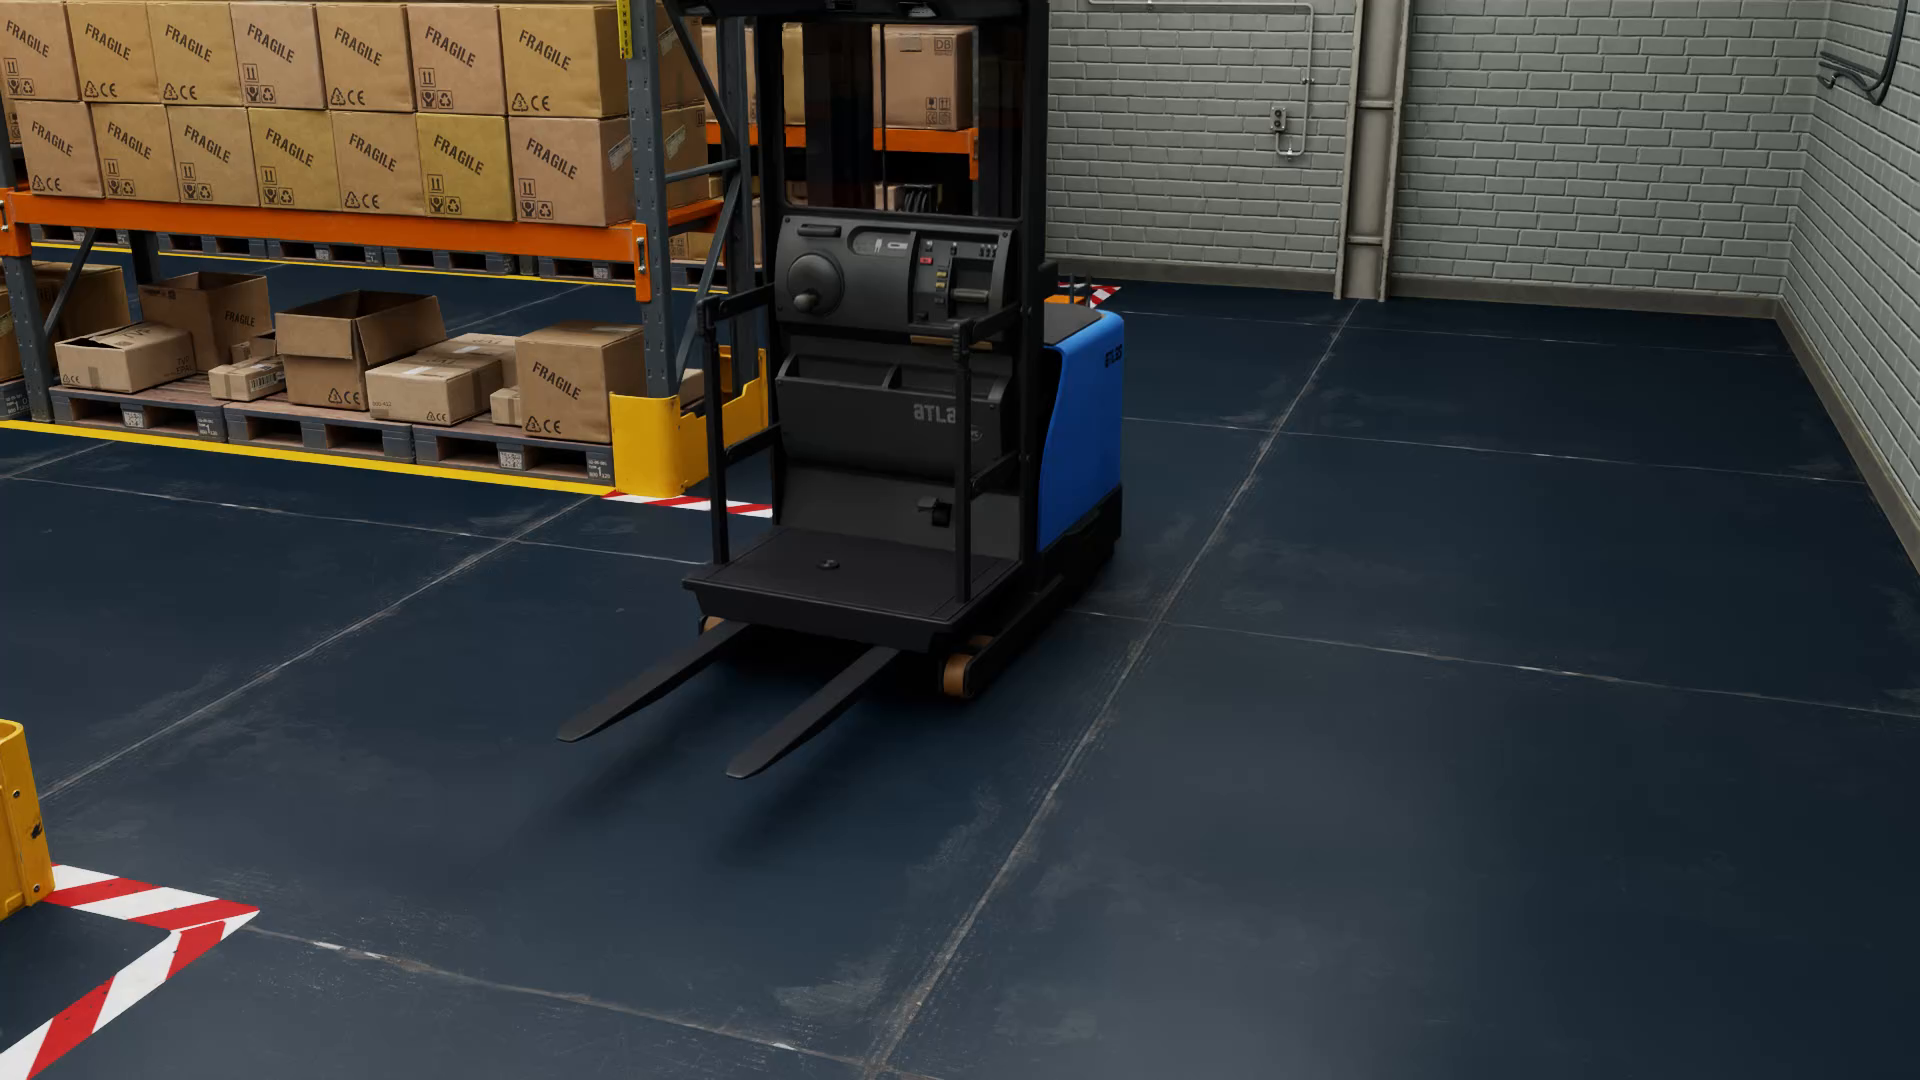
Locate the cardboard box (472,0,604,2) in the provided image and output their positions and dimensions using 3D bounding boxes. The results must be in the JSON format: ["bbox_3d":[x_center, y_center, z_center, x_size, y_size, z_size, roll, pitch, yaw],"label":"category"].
[{"bbox_3d":[-2.135,-2.510,8.550,0.500,0.500,0.500,7,20,19],"label":"cardboard box"}]

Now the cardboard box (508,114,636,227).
[{"bbox_3d":[-1.819,-1.818,8.083,0.500,0.500,0.500,7,20,20],"label":"cardboard box"}]

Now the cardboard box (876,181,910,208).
[{"bbox_3d":[-0.559,-2.674,12.863,0.250,0.149,0.380,6,20,17],"label":"cardboard box"}]

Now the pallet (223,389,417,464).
[{"bbox_3d":[-3.280,-0.717,9.311,1.213,0.211,1.003,7,20,18],"label":"pallet"}]

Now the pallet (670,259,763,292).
[{"bbox_3d":[-1.614,-2.225,13.639,1.213,0.211,1.003,7,20,18],"label":"pallet"}]

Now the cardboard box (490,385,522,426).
[{"bbox_3d":[-2.254,-0.731,8.752,0.250,0.166,0.380,7,20,18],"label":"cardboard box"}]

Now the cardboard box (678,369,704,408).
[{"bbox_3d":[-1.589,-0.821,9.036,0.250,0.149,0.380,7,20,18],"label":"cardboard box"}]

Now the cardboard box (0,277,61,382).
[{"bbox_3d":[-5.645,-1.231,9.679,0.500,0.500,0.500,6,20,18],"label":"cardboard box"}]

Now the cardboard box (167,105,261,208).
[{"bbox_3d":[-3.736,-2.037,8.712,0.500,0.500,0.500,6,20,18],"label":"cardboard box"}]

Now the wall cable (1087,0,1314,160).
[{"bbox_3d":[1.836,-3.983,12.903,1.851,1.984,0.084,7,20,18],"label":"wall cable"}]

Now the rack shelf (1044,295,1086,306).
[{"bbox_3d":[0.311,-1.031,7.518,0.480,0.148,0.258,8,21,22],"label":"rack shelf"}]

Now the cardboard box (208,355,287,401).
[{"bbox_3d":[-3.939,-0.906,9.254,0.250,0.166,0.380,7,20,18],"label":"cardboard box"}]

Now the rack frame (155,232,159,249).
[{"bbox_3d":[-7.241,-4.212,15.102,0.127,3.000,1.000,7,20,18],"label":"rack frame"}]

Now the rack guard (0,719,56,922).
[{"bbox_3d":[-2.908,0.912,4.201,0.348,0.500,1.175,7,20,18],"label":"rack guard"}]

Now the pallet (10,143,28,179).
[{"bbox_3d":[-5.804,-2.269,9.819,1.213,0.211,1.003,7,20,18],"label":"pallet"}]

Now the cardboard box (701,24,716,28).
[{"bbox_3d":[-2.268,-3.777,13.399,0.700,0.700,0.980,6,20,17],"label":"cardboard box"}]

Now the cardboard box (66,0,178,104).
[{"bbox_3d":[-4.244,-2.564,8.705,0.500,0.500,0.500,6,20,16],"label":"cardboard box"}]

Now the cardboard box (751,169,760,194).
[{"bbox_3d":[-1.632,-2.929,13.596,0.250,0.149,0.380,6,20,17],"label":"cardboard box"}]

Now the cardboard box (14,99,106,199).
[{"bbox_3d":[-4.693,-2.147,9.025,0.500,0.500,0.500,7,20,19],"label":"cardboard box"}]

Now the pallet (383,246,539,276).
[{"bbox_3d":[-4.216,-2.523,14.493,1.213,0.211,1.003,7,20,18],"label":"pallet"}]

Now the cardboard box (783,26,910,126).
[{"bbox_3d":[-0.860,-3.616,12.938,0.700,0.700,0.980,6,20,18],"label":"cardboard box"}]

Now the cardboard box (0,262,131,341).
[{"bbox_3d":[-5.462,-1.395,10.149,0.500,0.500,0.500,6,20,16],"label":"cardboard box"}]

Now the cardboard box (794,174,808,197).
[{"bbox_3d":[-1.150,-2.874,13.438,0.250,0.149,0.380,7,20,19],"label":"cardboard box"}]

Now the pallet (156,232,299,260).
[{"bbox_3d":[-6.521,-2.786,15.249,1.213,0.211,1.003,7,20,18],"label":"pallet"}]

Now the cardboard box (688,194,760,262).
[{"bbox_3d":[-1.832,-2.574,13.562,0.500,0.500,0.700,7,20,19],"label":"cardboard box"}]

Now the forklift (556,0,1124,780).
[{"bbox_3d":[-0.337,-0.974,5.916,1.130,2.935,3.031,8,21,22],"label":"forklift"}]

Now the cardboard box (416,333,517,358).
[{"bbox_3d":[-2.671,-0.971,9.315,0.500,0.250,0.500,7,20,18],"label":"cardboard box"}]

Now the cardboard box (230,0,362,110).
[{"bbox_3d":[-3.271,-2.453,8.386,0.500,0.500,0.500,7,20,20],"label":"cardboard box"}]

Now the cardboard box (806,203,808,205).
[{"bbox_3d":[-0.851,-2.464,13.248,0.500,0.500,0.700,6,20,18],"label":"cardboard box"}]

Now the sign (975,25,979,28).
[{"bbox_3d":[0.125,-3.839,11.914,0.005,0.325,0.100,7,20,18],"label":"sign"}]

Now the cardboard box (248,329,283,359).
[{"bbox_3d":[-3.745,-1.123,9.657,0.500,0.311,0.500,7,20,18],"label":"cardboard box"}]

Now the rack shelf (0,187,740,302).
[{"bbox_3d":[-3.195,-1.683,8.941,4.000,0.370,1.077,7,20,18],"label":"rack shelf"}]

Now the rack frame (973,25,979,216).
[{"bbox_3d":[0.316,-3.348,12.623,0.127,3.000,1.000,7,20,18],"label":"rack frame"}]

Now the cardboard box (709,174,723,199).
[{"bbox_3d":[-2.033,-2.841,13.344,0.250,0.149,0.380,6,20,17],"label":"cardboard box"}]

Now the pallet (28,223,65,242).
[{"bbox_3d":[-9.127,-3.112,16.184,1.213,0.211,1.003,7,20,18],"label":"pallet"}]

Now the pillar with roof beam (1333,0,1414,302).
[{"bbox_3d":[1.737,-4.819,7.730,0.400,9.000,9.100,7,20,18],"label":"pillar with roof beam"}]

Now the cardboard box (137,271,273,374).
[{"bbox_3d":[-4.453,-1.293,9.858,0.500,0.500,0.500,7,20,18],"label":"cardboard box"}]

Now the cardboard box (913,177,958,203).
[{"bbox_3d":[-0.194,-2.765,13.126,0.250,0.149,0.380,7,20,18],"label":"cardboard box"}]

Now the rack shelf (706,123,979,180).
[{"bbox_3d":[-1.573,-3.224,13.361,4.000,0.370,1.077,7,20,18],"label":"rack shelf"}]

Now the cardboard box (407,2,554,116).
[{"bbox_3d":[-2.294,-2.343,8.070,0.500,0.500,0.500,7,20,20],"label":"cardboard box"}]

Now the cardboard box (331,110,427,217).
[{"bbox_3d":[-2.779,-1.929,8.400,0.500,0.500,0.500,7,20,18],"label":"cardboard box"}]

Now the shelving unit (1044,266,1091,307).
[{"bbox_3d":[0.311,-0.660,7.648,0.503,1.200,0.258,8,21,22],"label":"shelving unit"}]
